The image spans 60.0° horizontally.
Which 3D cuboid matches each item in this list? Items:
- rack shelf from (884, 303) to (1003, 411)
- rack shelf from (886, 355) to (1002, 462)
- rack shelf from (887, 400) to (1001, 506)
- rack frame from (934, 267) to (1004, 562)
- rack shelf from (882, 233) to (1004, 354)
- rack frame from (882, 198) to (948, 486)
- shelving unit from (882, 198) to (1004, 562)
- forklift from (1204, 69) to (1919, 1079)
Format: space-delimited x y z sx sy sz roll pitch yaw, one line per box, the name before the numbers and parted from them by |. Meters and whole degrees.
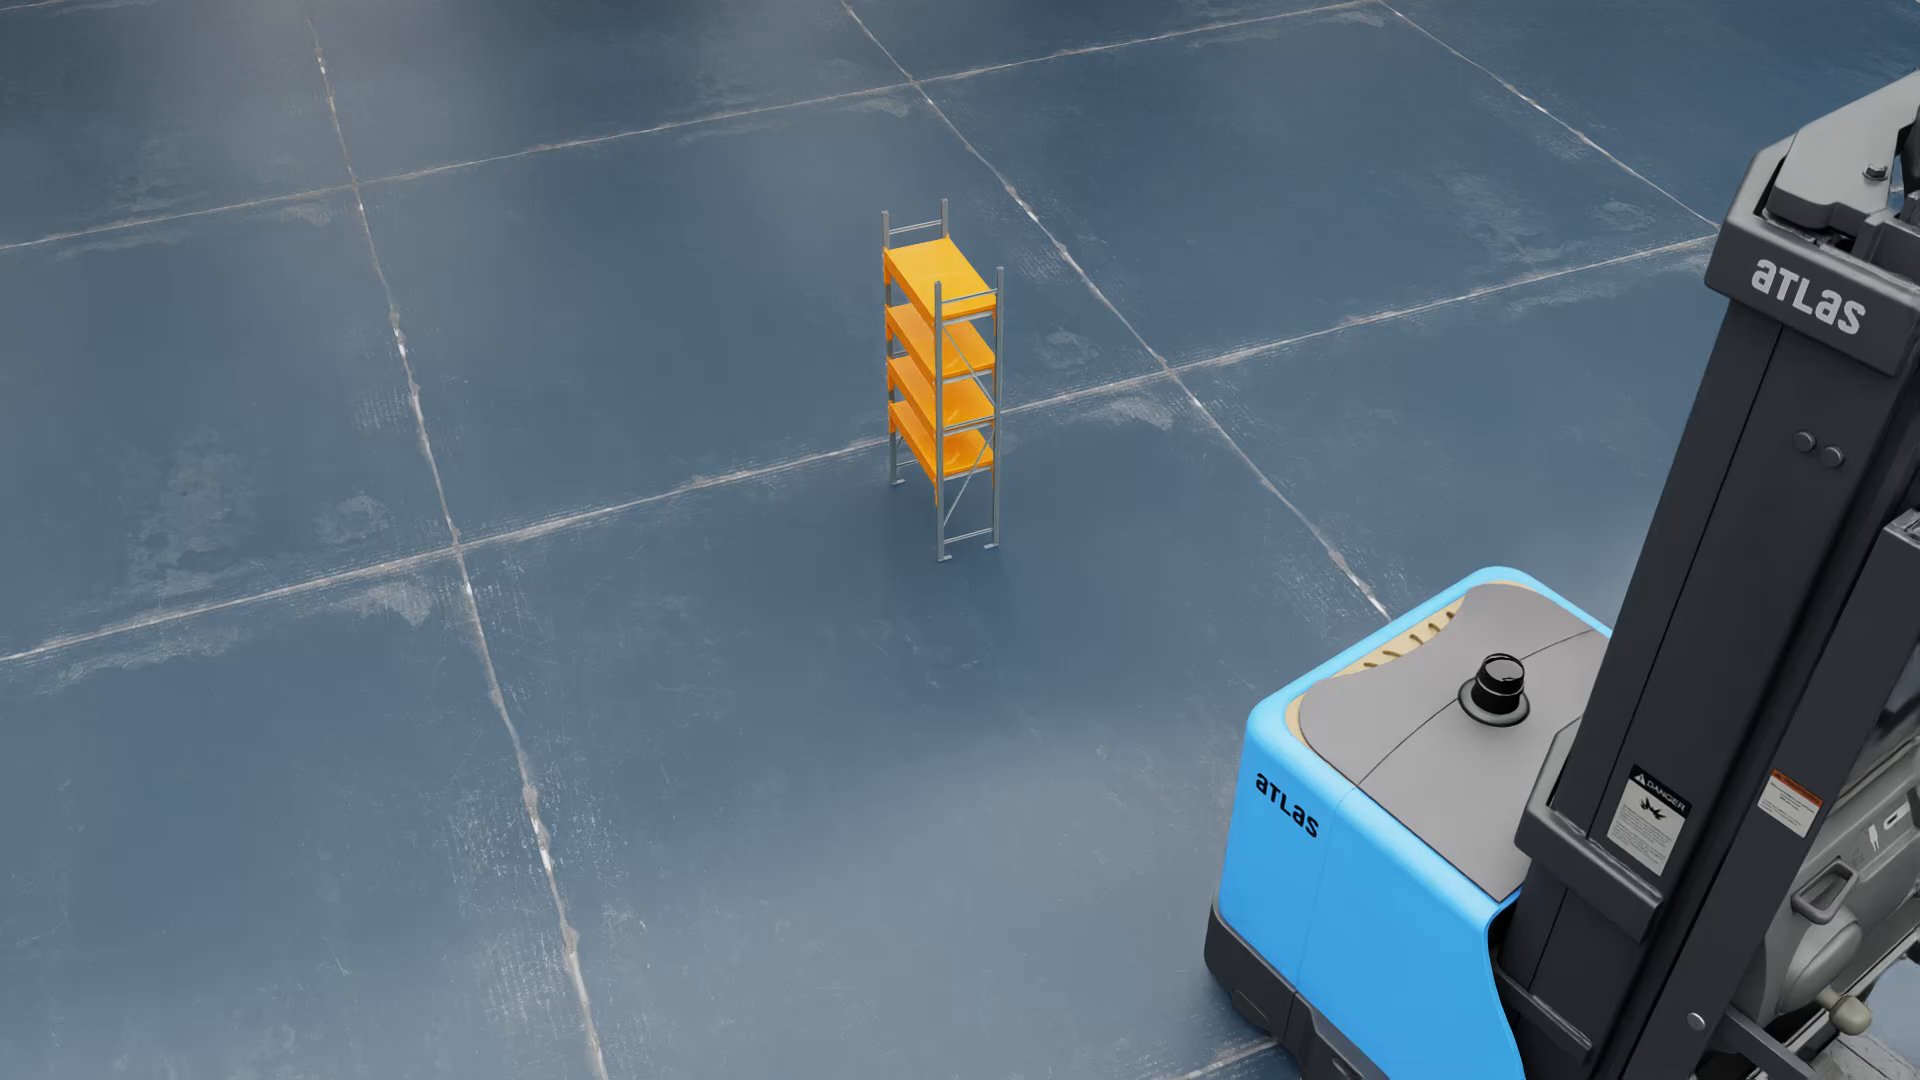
rack shelf | -0.063 -0.673 5.873 0.258 0.148 0.480 -15 43 -17
rack shelf | -0.063 -0.504 6.019 0.258 0.148 0.480 -15 43 -17
rack shelf | -0.063 -0.353 6.148 0.258 0.148 0.480 -15 43 -17
rack frame | 0.030 -0.408 5.804 0.240 1.200 0.015 -15 43 -17
rack shelf | -0.063 -0.853 5.719 0.258 0.148 0.480 -15 43 -17
rack frame | -0.157 -0.702 6.146 0.240 1.200 0.015 -15 43 -17
shelving unit | -0.063 -0.555 5.975 0.258 1.200 0.503 -15 43 -17
forklift | 1.981 0.708 3.179 1.130 2.935 3.031 -26 47 -27
